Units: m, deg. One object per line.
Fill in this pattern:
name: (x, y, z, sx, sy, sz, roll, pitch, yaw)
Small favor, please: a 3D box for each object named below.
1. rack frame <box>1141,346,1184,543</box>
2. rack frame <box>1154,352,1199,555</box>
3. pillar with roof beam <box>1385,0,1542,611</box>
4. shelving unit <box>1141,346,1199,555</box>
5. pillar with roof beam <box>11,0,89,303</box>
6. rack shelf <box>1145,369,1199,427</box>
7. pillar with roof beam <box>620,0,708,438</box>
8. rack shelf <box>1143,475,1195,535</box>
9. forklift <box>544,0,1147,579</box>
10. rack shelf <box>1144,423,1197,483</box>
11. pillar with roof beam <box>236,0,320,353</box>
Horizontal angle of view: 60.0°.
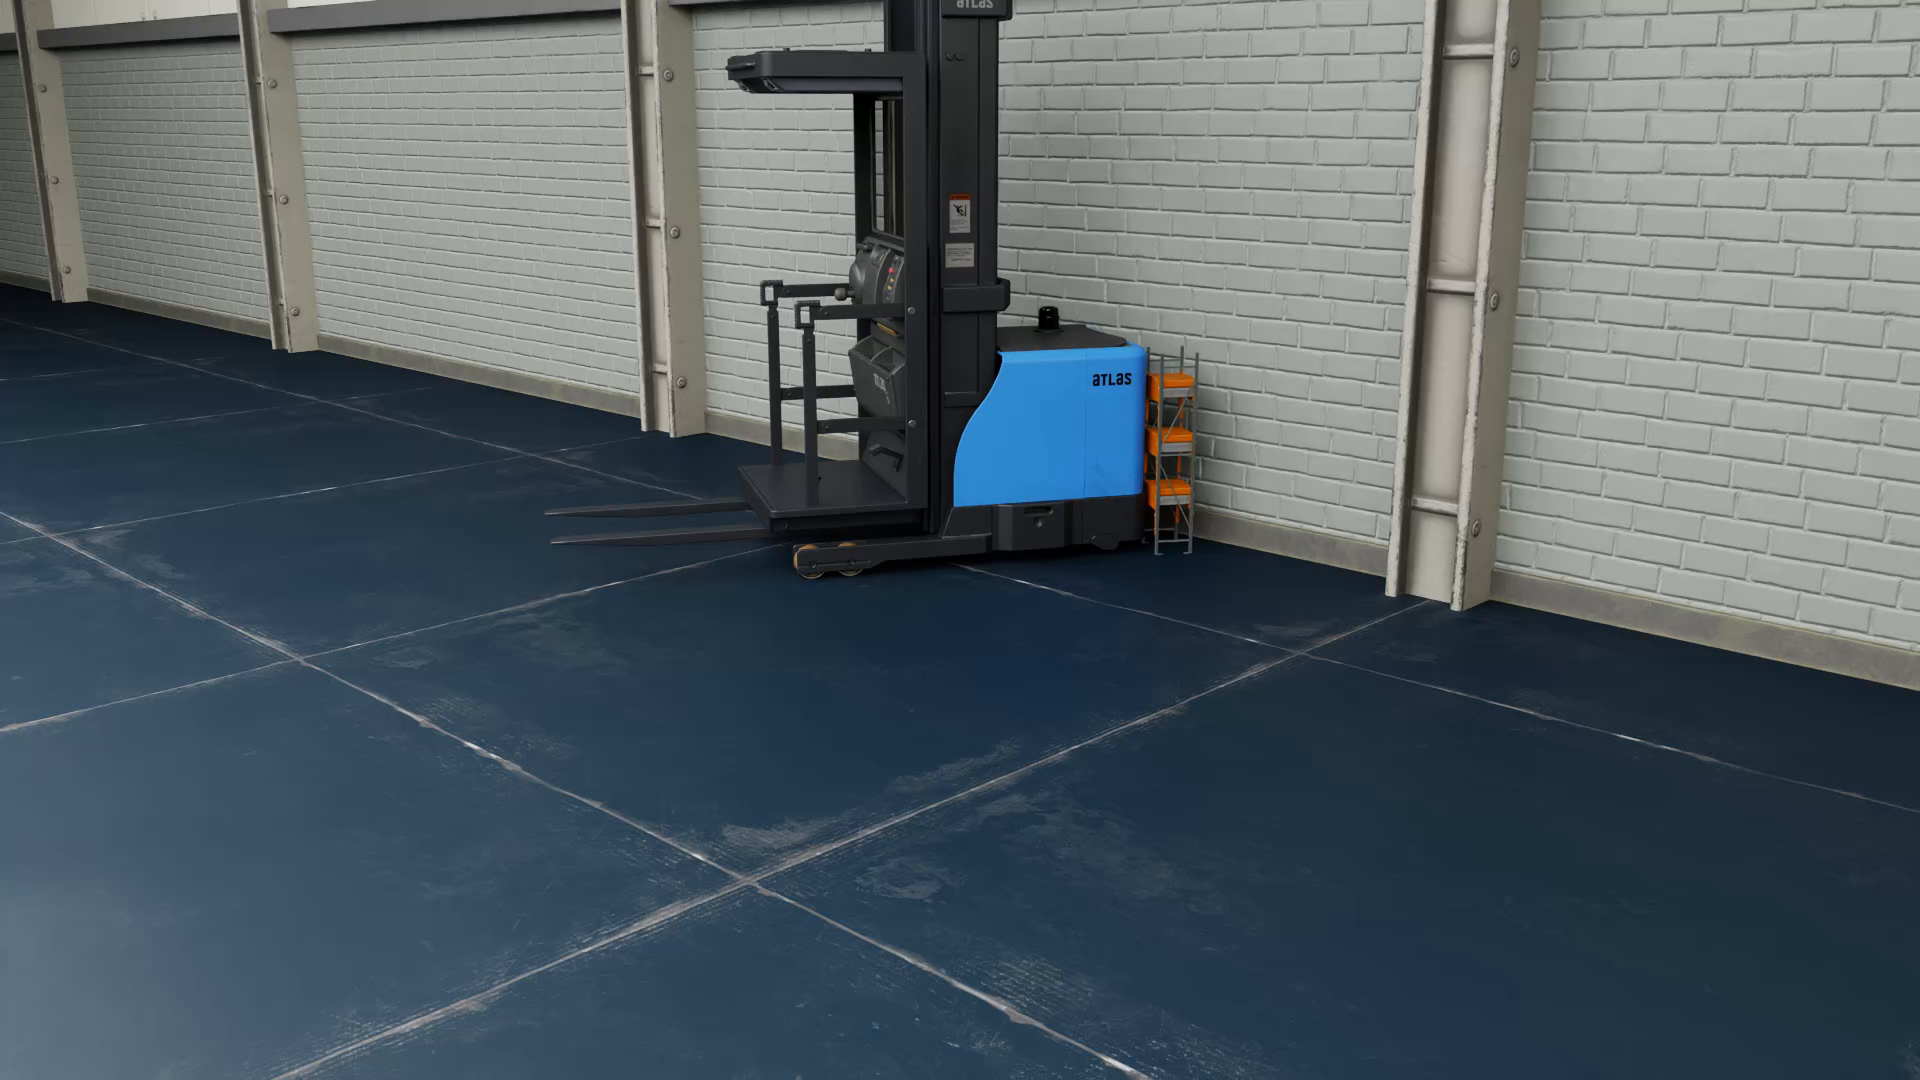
rack frame: (1.065, -0.495, 8.750, 0.200, 1.050, 0.008, -3, 15, -10)
rack frame: (1.109, -0.435, 8.518, 0.200, 1.050, 0.008, -3, 15, -10)
pillar with roof beam: (-0.714, -3.306, 3.772, 0.400, 9.000, 9.100, 14, 20, 42)
shelving unit: (1.087, -0.465, 8.634, 0.215, 1.050, 0.252, -3, 15, -10)
pillar with roof beam: (-13.672, -6.456, 15.862, 0.400, 9.000, 9.100, 14, 20, 42)
rack shelf: (1.087, -0.729, 8.565, 0.215, 0.259, 0.240, -3, 15, -10)
pillar with roof beam: (-5.033, -4.356, 7.802, 0.400, 9.000, 9.100, 14, 20, 42)
rack shelf: (1.087, -0.186, 8.706, 0.215, 0.259, 0.240, -3, 15, -10)
forklift: (-0.605, -1.374, 8.394, 3.031, 2.935, 1.130, -4, 15, -16)
rack shelf: (1.087, -0.455, 8.636, 0.215, 0.259, 0.240, -3, 15, -10)
pillar with roof beam: (-9.353, -5.406, 11.832, 0.400, 9.000, 9.100, 14, 20, 42)
